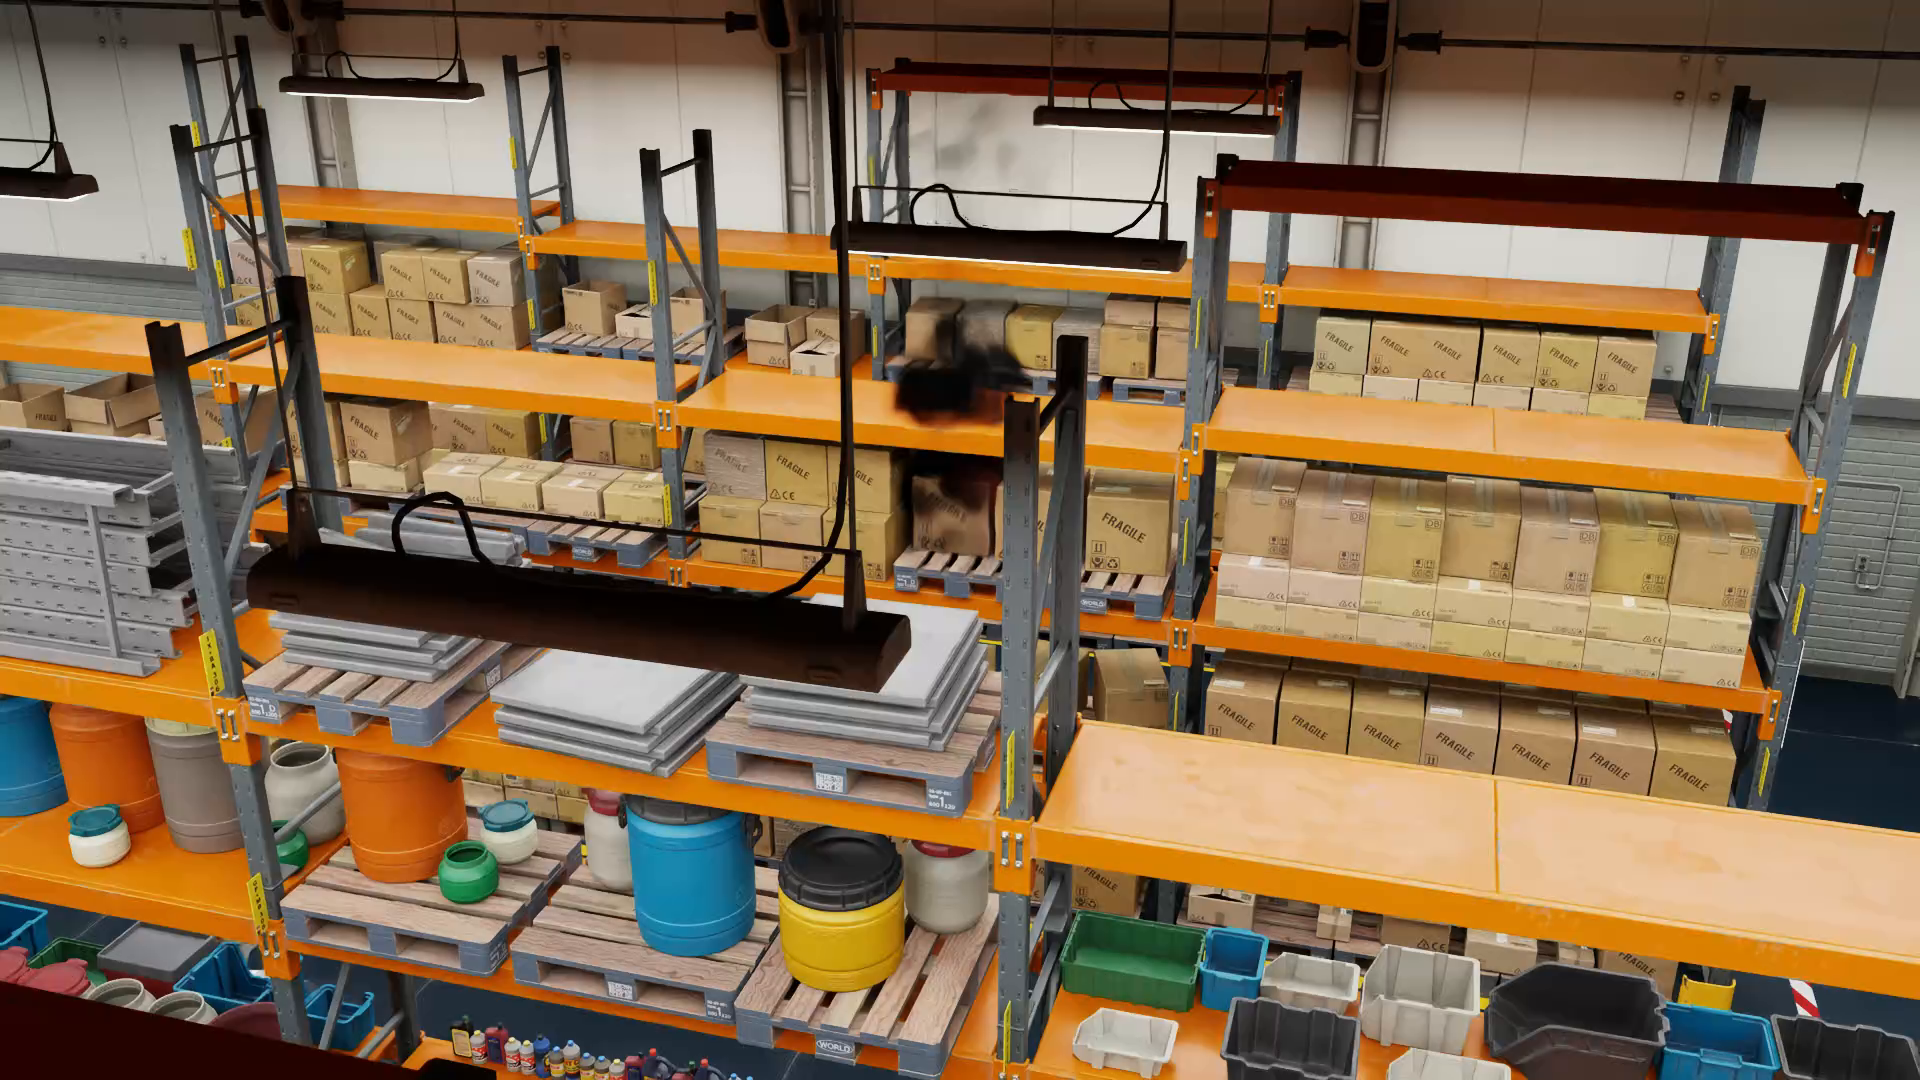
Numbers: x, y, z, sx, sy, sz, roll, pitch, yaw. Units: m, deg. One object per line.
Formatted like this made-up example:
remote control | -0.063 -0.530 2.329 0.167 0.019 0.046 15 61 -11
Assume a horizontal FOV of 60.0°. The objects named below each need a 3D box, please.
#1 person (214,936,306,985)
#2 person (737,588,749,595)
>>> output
person | -5.059 2.786 11.861 0.761 1.750 0.673 4 23 10
person | -2.068 1.146 15.819 0.857 1.730 0.592 5 23 11
